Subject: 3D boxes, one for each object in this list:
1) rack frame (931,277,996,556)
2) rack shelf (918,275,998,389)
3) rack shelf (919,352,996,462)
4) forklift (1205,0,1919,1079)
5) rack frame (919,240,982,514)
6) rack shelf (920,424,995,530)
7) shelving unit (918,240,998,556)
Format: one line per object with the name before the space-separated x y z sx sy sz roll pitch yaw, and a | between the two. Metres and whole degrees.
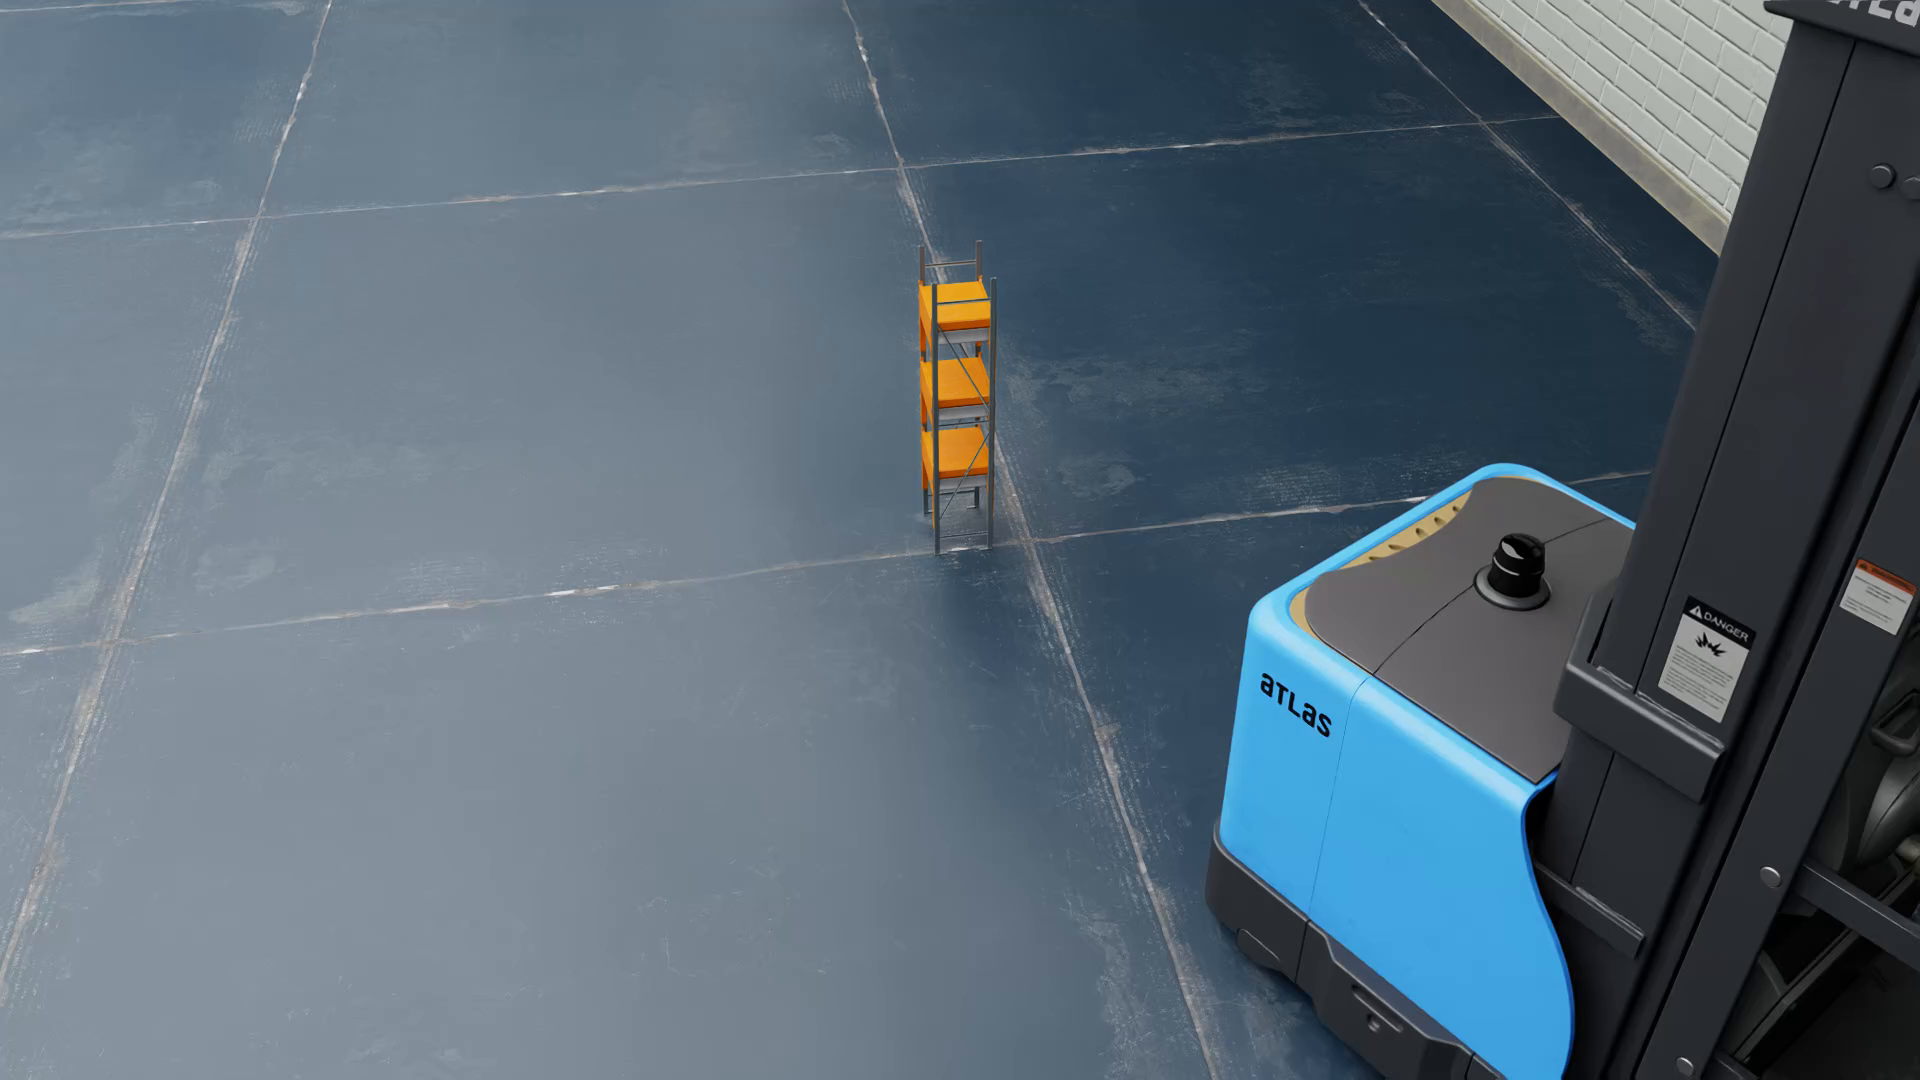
rack frame | 0.012 -0.373 5.375 0.200 1.050 0.008 -6 38 -8
rack shelf | -0.009 -0.663 5.302 0.215 0.259 0.240 -6 38 -8
rack shelf | -0.009 -0.439 5.476 0.215 0.259 0.240 -6 38 -8
forklift | 1.968 0.356 2.903 1.130 2.935 3.031 -27 45 -30
rack frame | -0.031 -0.521 5.564 0.200 1.050 0.008 -6 38 -8
rack shelf | -0.009 -0.219 5.647 0.215 0.259 0.240 -6 38 -8
shelving unit | -0.009 -0.447 5.470 0.215 1.050 0.252 -6 38 -8
